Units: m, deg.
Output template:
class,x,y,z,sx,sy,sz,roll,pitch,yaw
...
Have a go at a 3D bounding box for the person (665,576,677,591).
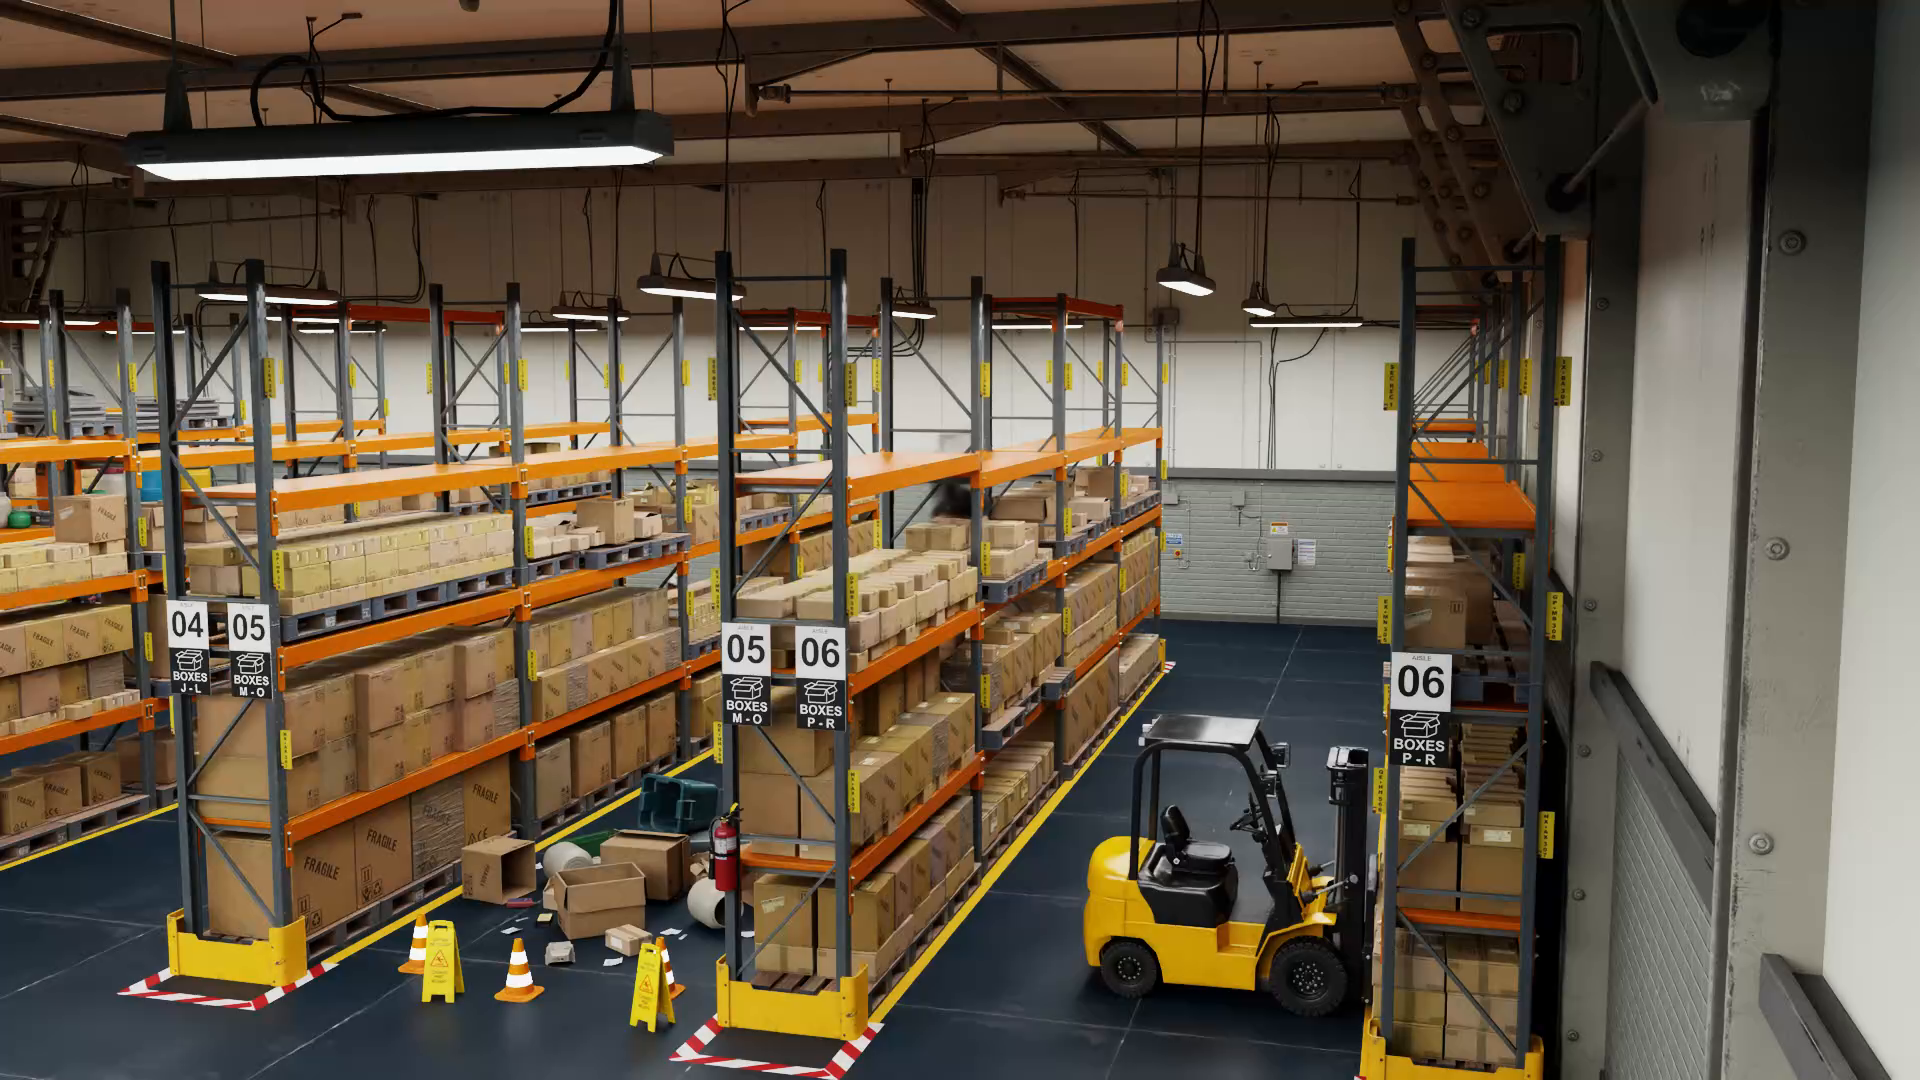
class,x,y,z,sx,sy,sz,roll,pitch,yaw
person,-4.592,1.465,26.620,0.707,1.793,0.864,2,6,18
